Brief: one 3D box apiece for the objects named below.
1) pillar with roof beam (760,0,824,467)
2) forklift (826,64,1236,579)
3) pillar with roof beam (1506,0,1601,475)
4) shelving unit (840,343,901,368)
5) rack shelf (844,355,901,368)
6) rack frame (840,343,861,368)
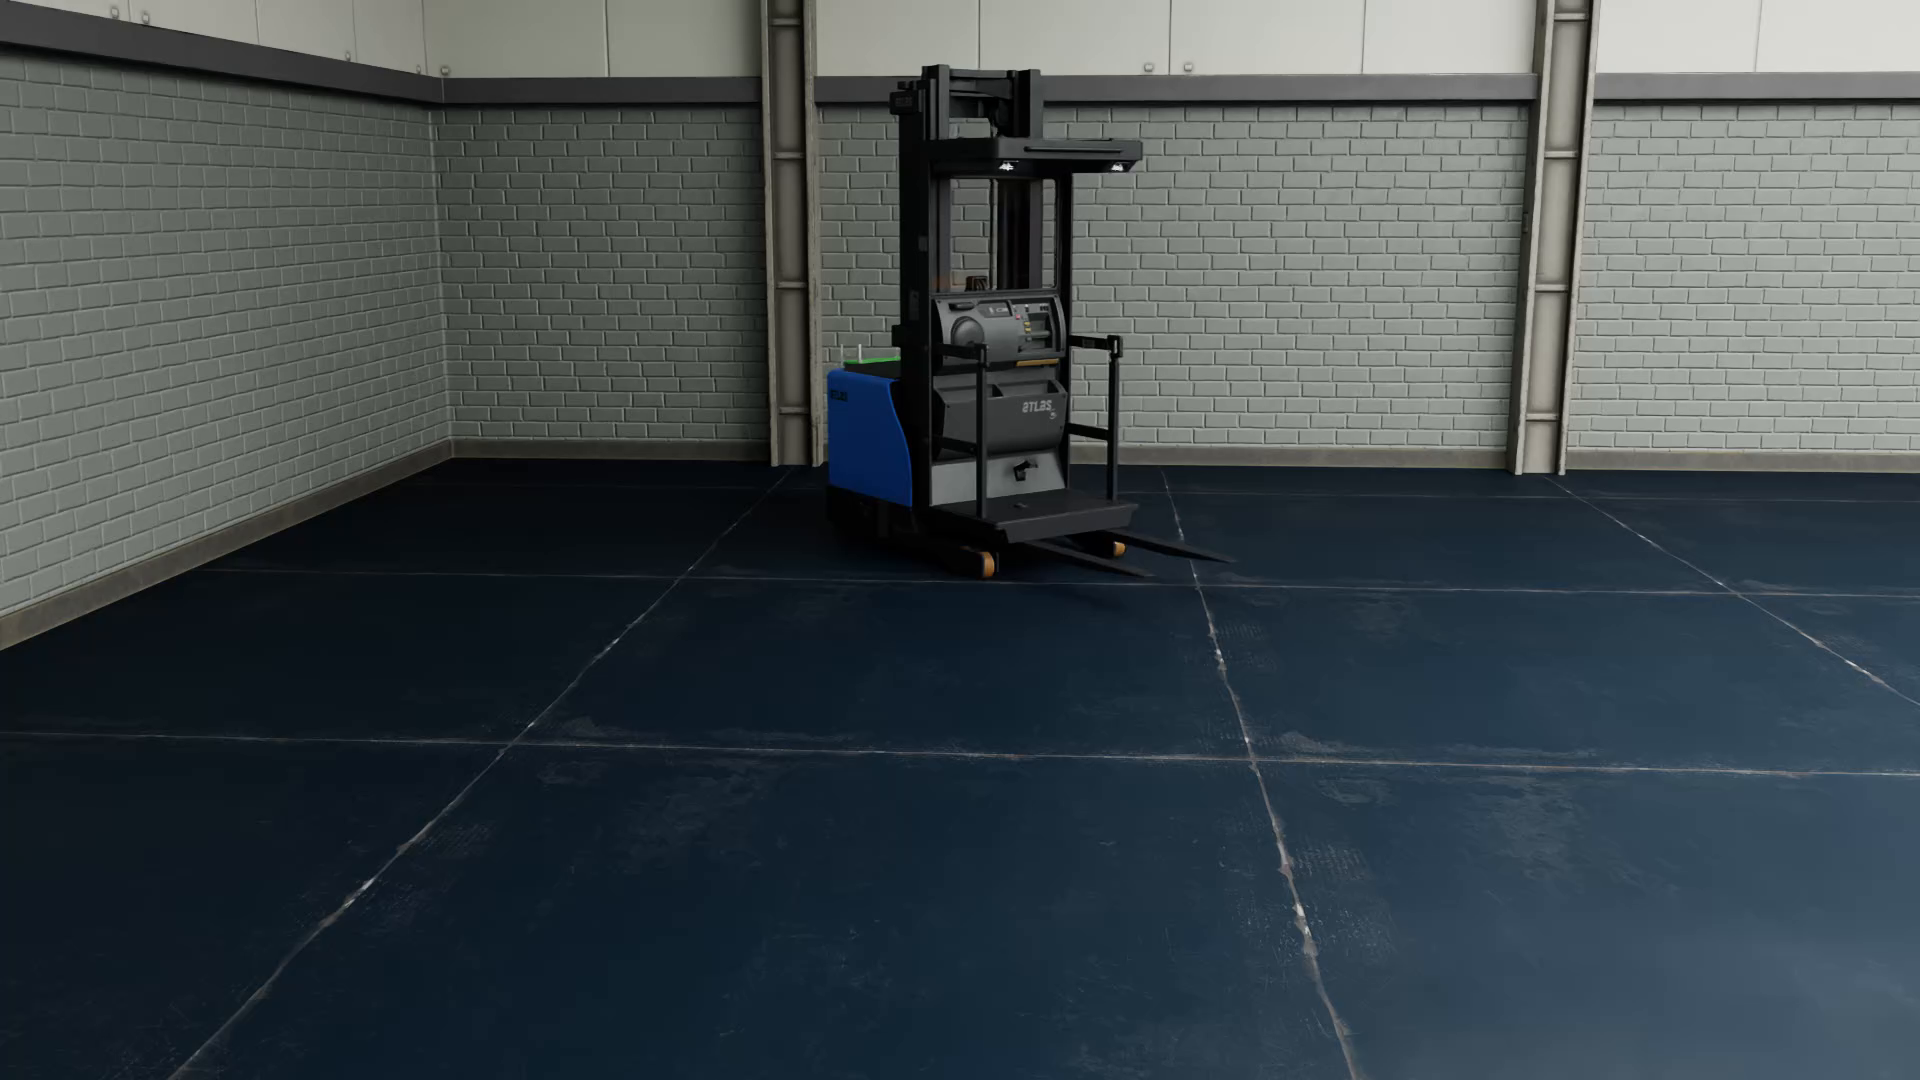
[{"bbox_3d":[-1.637,-4.161,8.680,0.400,9.000,9.100,1,12,4],"label":"pillar with roof beam"},{"bbox_3d":[0.374,-1.317,9.906,1.130,2.935,3.031,-8,14,-34],"label":"forklift"},{"bbox_3d":[4.349,-4.079,8.287,0.400,9.000,9.100,1,12,4],"label":"pillar with roof beam"},{"bbox_3d":[-0.532,-0.764,11.470,0.503,1.200,0.258,-9,13,-35],"label":"shelving unit"},{"bbox_3d":[-0.540,-1.173,11.395,0.480,0.148,0.258,-9,13,-35],"label":"rack shelf"},{"bbox_3d":[-0.729,-0.735,11.329,0.015,1.200,0.240,-9,13,-35],"label":"rack frame"}]
